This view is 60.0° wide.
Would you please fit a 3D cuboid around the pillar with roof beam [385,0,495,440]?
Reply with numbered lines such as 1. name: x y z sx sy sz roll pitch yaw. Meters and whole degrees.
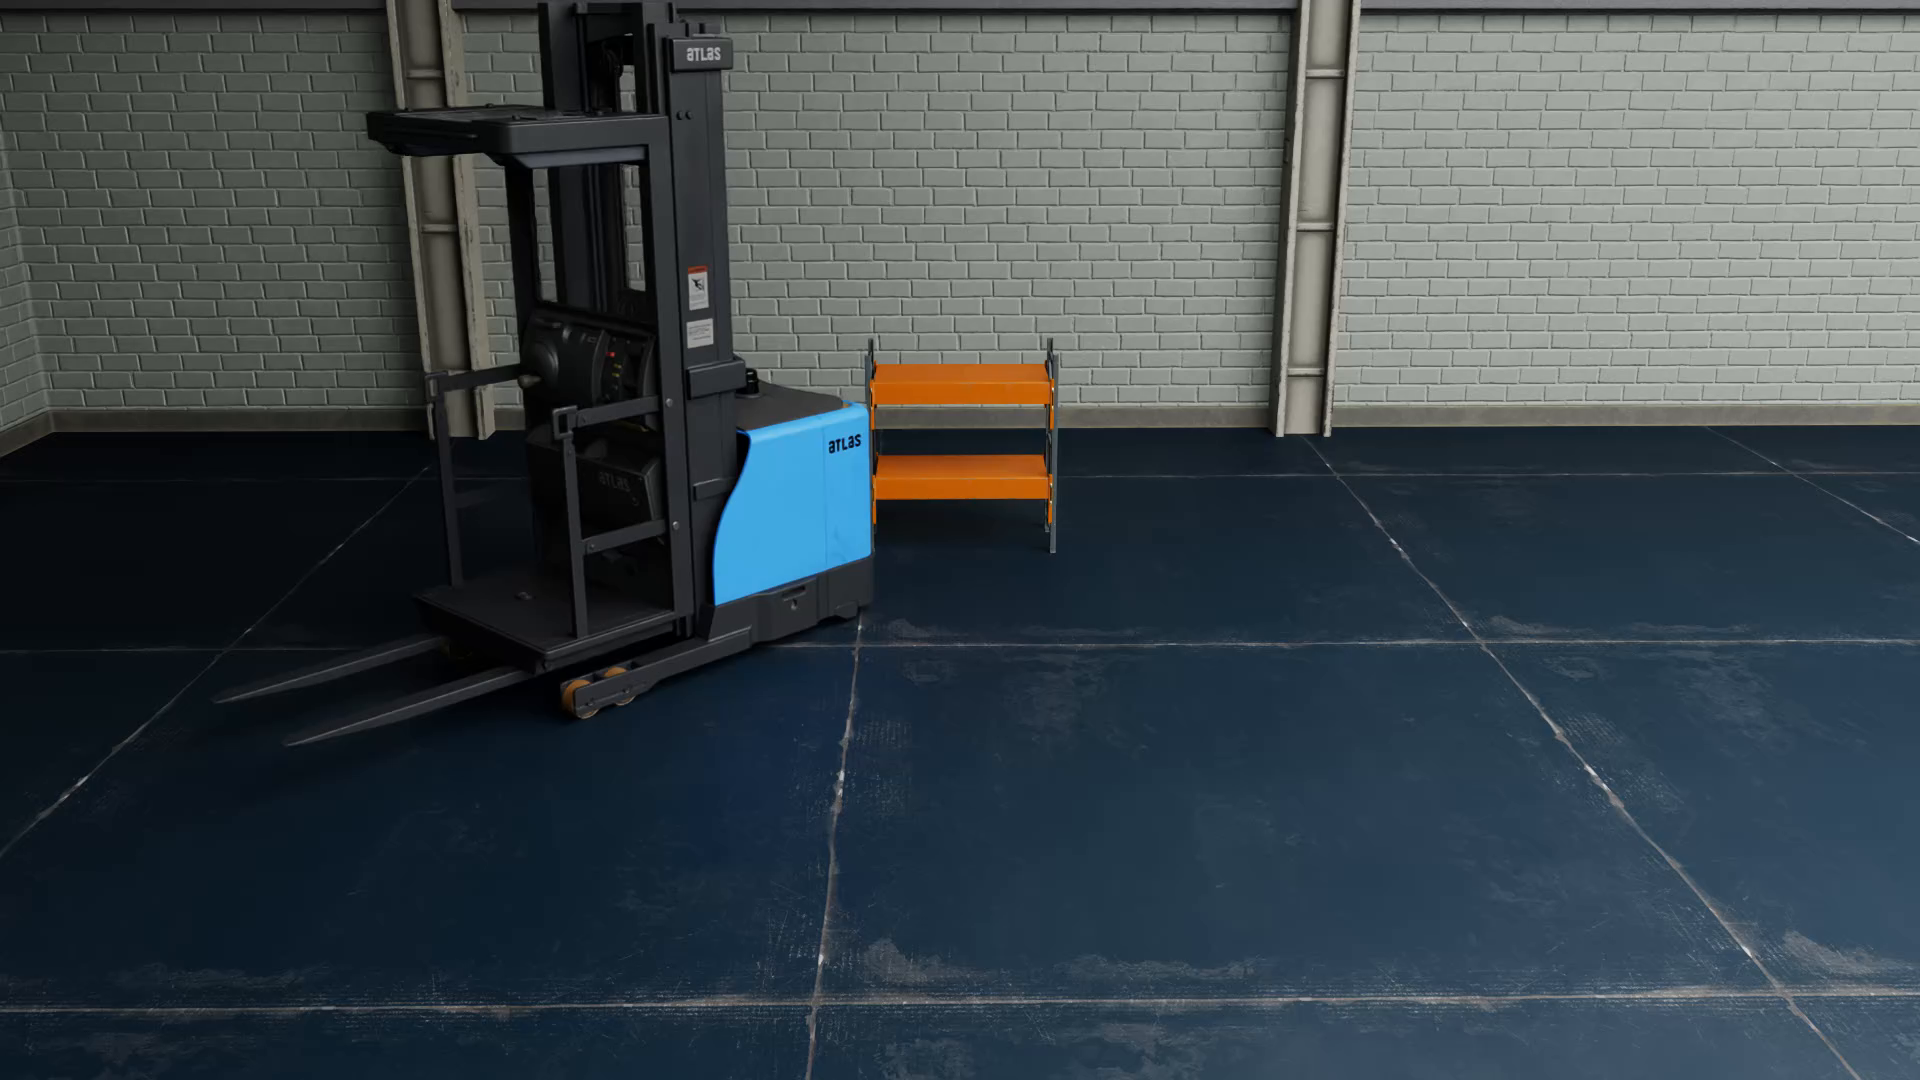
1. pillar with roof beam: -3.488 -3.726 6.429 0.400 9.000 9.100 0 18 -1

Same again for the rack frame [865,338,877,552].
1. rack frame: -0.502 -0.533 9.368 0.032 1.125 0.500 0 18 -1

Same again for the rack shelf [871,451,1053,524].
1. rack shelf: 0.007 -0.303 9.451 1.000 0.278 0.538 0 18 -1

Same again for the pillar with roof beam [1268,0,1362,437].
1. pillar with roof beam: 2.511 -3.755 6.520 0.400 9.000 9.100 0 18 -1

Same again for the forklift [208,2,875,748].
1. forklift: -1.799 -0.802 7.251 1.130 2.935 3.031 16 24 40

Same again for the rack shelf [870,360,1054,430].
1. rack shelf: 0.007 -0.814 9.286 1.000 0.278 0.538 0 18 -1

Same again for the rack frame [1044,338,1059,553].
1. rack frame: 0.515 -0.538 9.384 0.032 1.125 0.500 0 18 -1

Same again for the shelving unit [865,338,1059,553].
1. shelving unit: 0.007 -0.536 9.376 1.048 1.125 0.538 0 18 -1
